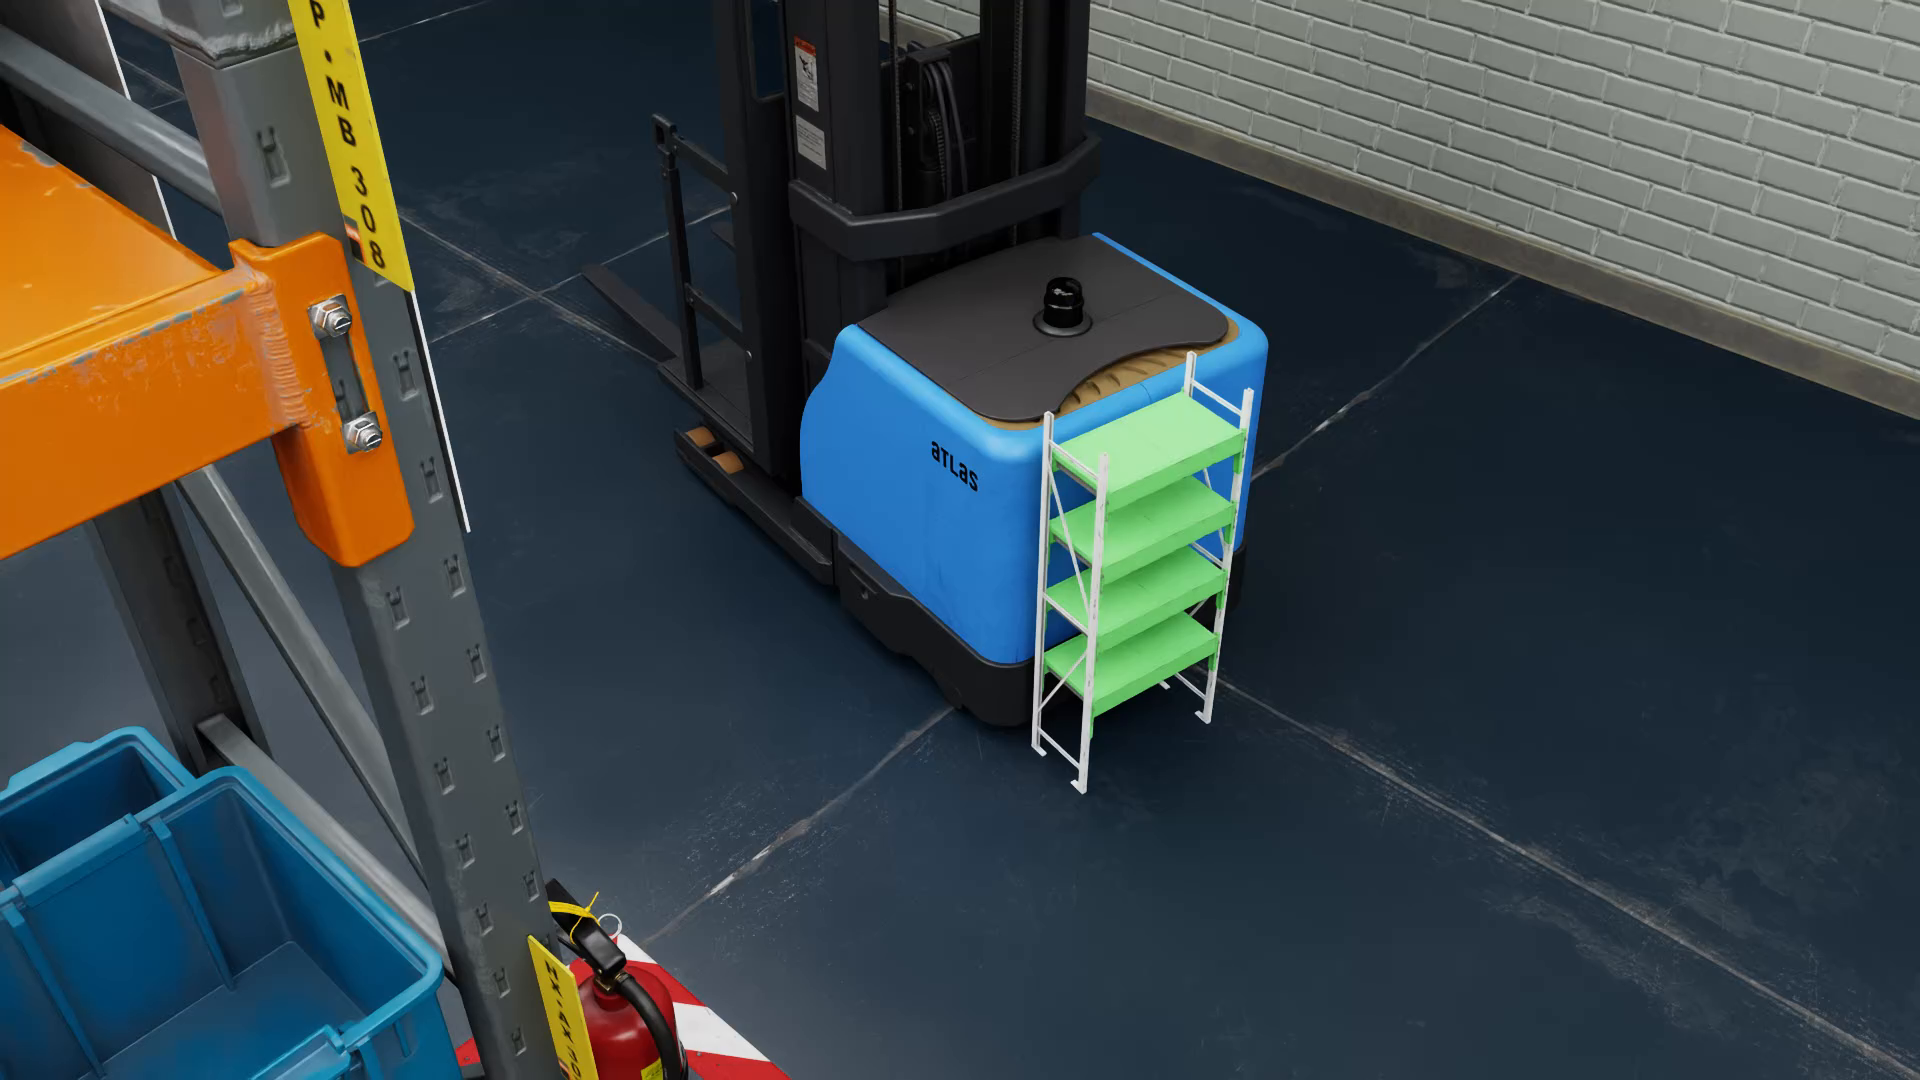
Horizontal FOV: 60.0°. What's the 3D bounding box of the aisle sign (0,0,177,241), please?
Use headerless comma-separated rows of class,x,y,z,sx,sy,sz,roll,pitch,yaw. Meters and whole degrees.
aisle sign,-1.140,-0.648,2.066,0.394,0.787,0.004,30,47,32

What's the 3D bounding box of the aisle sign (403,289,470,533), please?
aisle sign,-0.705,-0.400,1.754,0.394,0.787,0.004,30,47,32

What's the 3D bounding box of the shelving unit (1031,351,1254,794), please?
shelving unit,0.488,0.115,4.641,0.503,1.200,0.258,-24,45,-27

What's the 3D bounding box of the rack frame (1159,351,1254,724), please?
rack frame,0.685,0.026,4.753,0.015,1.200,0.240,-24,45,-27

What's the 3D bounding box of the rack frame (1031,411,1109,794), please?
rack frame,0.291,0.205,4.528,0.015,1.200,0.240,-24,45,-27

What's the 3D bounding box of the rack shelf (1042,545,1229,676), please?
rack shelf,0.488,0.165,4.681,0.480,0.148,0.258,-24,45,-27

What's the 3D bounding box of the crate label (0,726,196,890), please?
crate label,-1.379,0.545,2.741,0.416,0.233,0.303,30,47,32

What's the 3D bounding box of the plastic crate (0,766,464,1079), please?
plastic crate,-1.058,0.722,2.355,0.616,0.435,0.499,30,47,32

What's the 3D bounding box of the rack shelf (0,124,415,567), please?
rack shelf,-2.319,0.554,0.811,1.077,0.370,4.000,30,47,32

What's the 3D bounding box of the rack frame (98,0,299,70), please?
rack frame,-0.970,-1.821,0.809,1.000,3.000,0.127,30,47,32

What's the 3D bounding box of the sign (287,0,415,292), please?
sign,-0.553,-0.382,1.494,0.100,0.325,0.005,30,47,32

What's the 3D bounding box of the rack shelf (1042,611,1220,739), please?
rack shelf,0.488,0.353,4.830,0.480,0.148,0.258,-24,45,-27

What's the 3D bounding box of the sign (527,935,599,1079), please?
sign,-0.553,0.687,2.345,0.100,0.325,0.005,30,47,32

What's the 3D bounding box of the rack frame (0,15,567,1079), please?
rack frame,-0.970,0.528,2.676,1.000,3.000,0.127,30,47,32

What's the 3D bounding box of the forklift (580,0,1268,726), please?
forklift,-0.376,-1.459,5.230,1.130,2.935,3.031,-25,45,-28

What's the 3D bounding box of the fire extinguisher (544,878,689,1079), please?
fire extinguisher,-0.533,0.825,2.664,0.296,0.674,0.183,30,47,32

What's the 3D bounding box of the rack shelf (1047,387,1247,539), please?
rack shelf,0.488,-0.210,4.382,0.480,0.148,0.258,-24,45,-27

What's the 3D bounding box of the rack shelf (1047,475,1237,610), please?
rack shelf,0.488,-0.022,4.531,0.480,0.148,0.258,-24,45,-27
